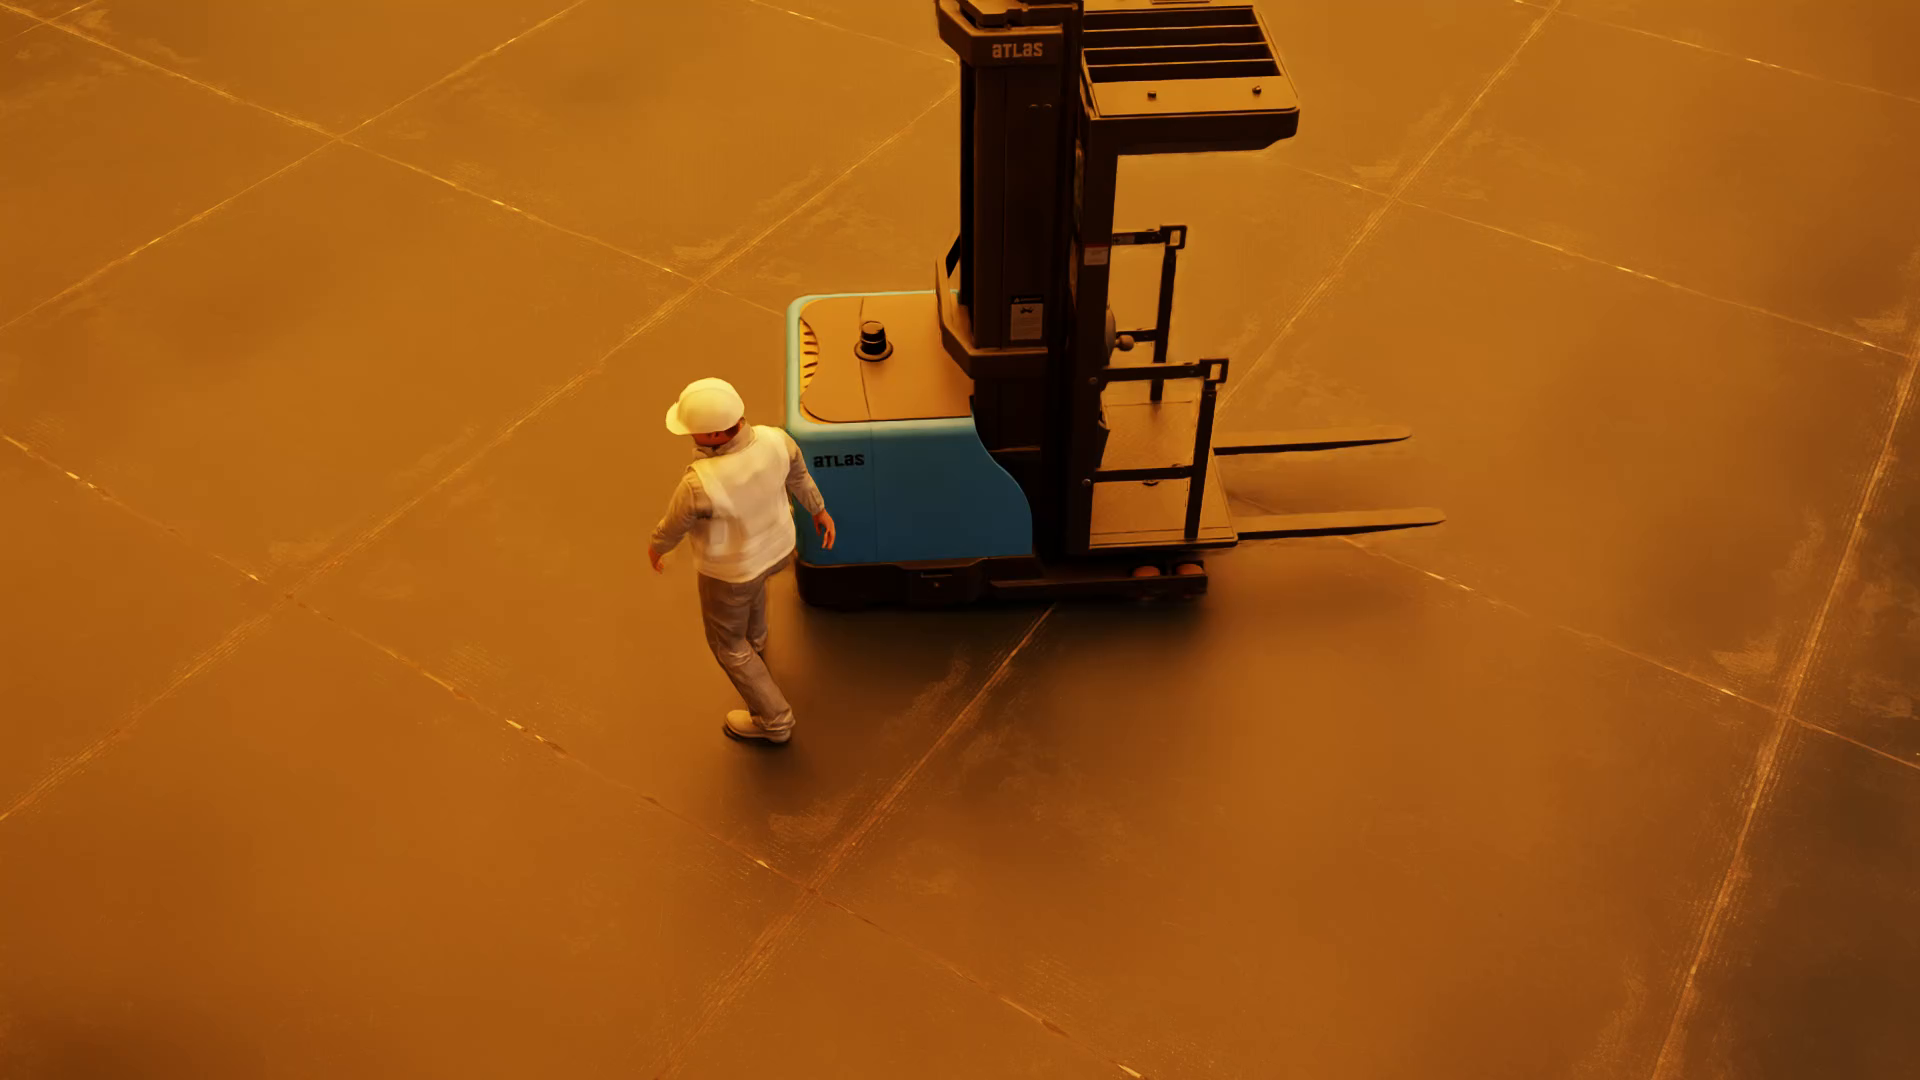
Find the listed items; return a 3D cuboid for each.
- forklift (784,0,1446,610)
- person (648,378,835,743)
[{"bbox_3d":[0.735,-1.147,7.058,3.031,2.935,1.130,-3,44,-3],"label":"forklift"},{"bbox_3d":[-0.885,-0.020,6.769,0.762,1.717,0.703,31,52,28],"label":"person"}]
